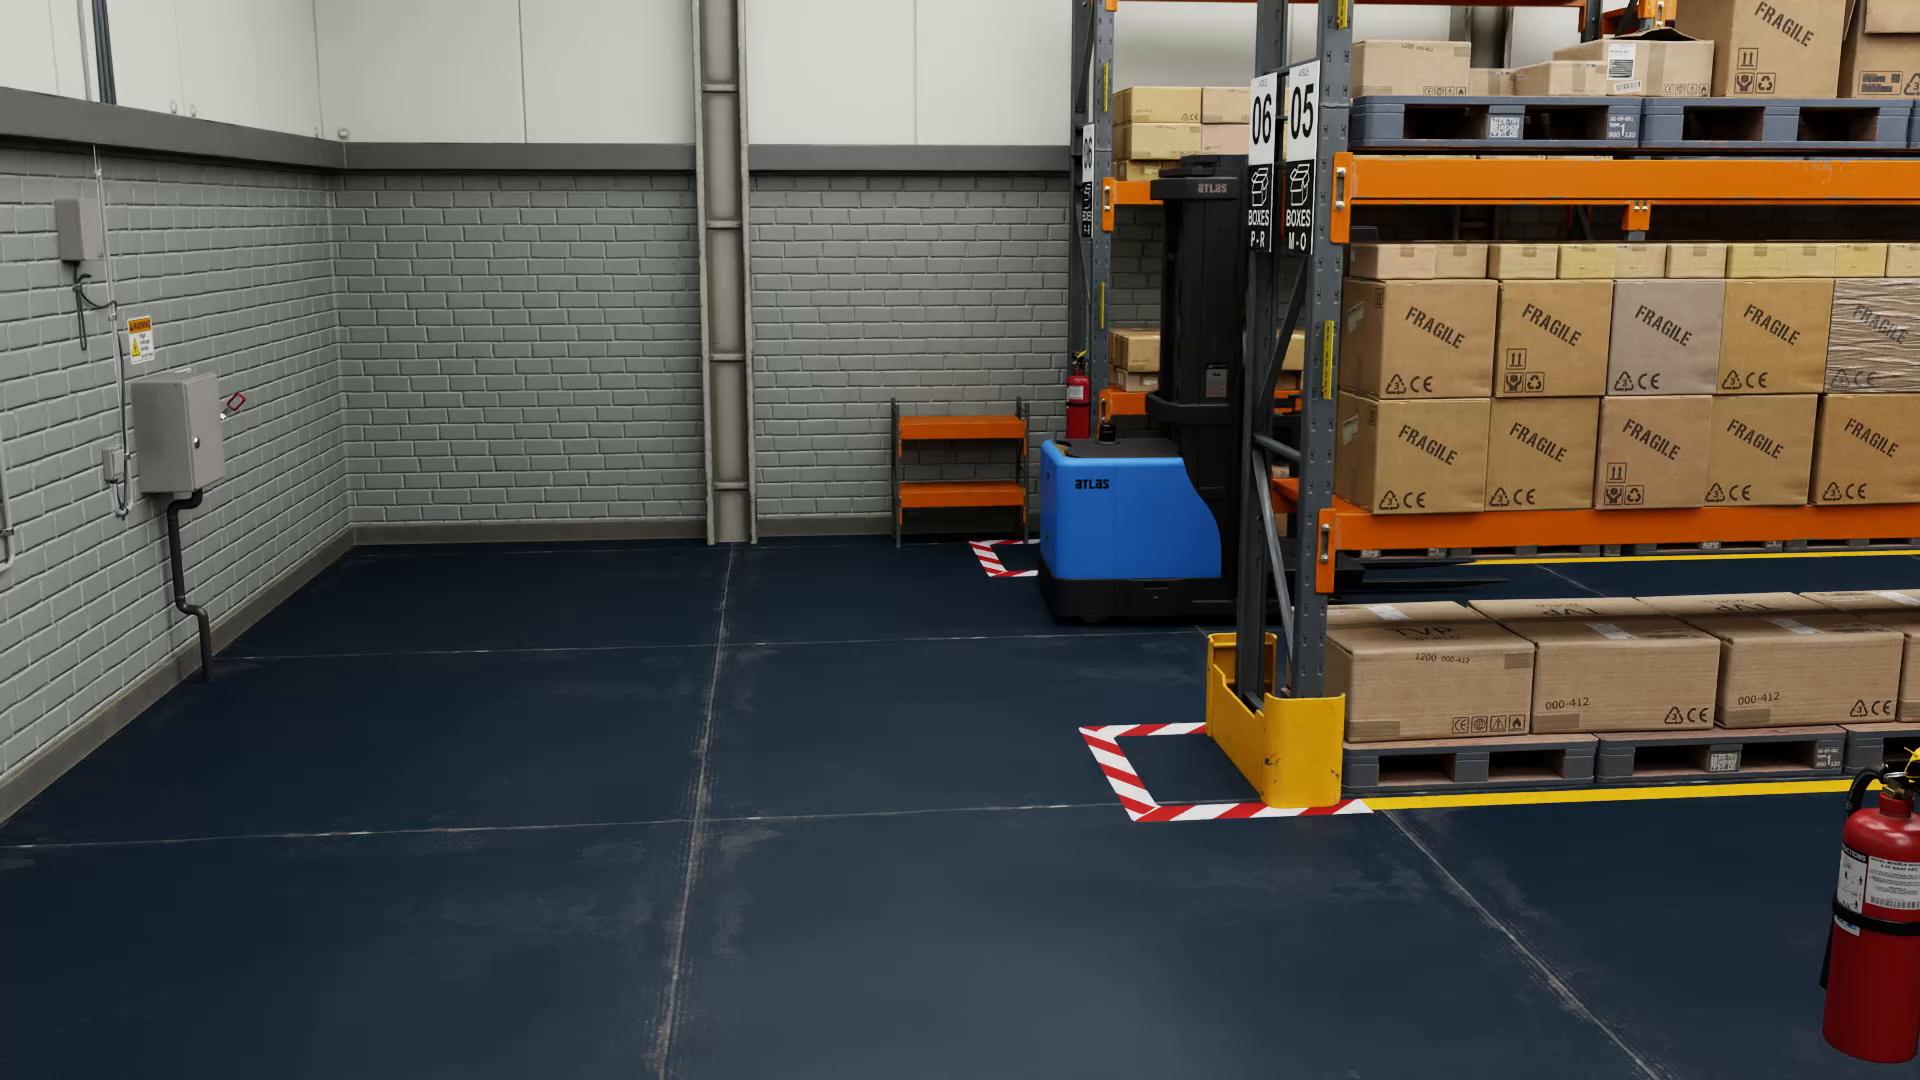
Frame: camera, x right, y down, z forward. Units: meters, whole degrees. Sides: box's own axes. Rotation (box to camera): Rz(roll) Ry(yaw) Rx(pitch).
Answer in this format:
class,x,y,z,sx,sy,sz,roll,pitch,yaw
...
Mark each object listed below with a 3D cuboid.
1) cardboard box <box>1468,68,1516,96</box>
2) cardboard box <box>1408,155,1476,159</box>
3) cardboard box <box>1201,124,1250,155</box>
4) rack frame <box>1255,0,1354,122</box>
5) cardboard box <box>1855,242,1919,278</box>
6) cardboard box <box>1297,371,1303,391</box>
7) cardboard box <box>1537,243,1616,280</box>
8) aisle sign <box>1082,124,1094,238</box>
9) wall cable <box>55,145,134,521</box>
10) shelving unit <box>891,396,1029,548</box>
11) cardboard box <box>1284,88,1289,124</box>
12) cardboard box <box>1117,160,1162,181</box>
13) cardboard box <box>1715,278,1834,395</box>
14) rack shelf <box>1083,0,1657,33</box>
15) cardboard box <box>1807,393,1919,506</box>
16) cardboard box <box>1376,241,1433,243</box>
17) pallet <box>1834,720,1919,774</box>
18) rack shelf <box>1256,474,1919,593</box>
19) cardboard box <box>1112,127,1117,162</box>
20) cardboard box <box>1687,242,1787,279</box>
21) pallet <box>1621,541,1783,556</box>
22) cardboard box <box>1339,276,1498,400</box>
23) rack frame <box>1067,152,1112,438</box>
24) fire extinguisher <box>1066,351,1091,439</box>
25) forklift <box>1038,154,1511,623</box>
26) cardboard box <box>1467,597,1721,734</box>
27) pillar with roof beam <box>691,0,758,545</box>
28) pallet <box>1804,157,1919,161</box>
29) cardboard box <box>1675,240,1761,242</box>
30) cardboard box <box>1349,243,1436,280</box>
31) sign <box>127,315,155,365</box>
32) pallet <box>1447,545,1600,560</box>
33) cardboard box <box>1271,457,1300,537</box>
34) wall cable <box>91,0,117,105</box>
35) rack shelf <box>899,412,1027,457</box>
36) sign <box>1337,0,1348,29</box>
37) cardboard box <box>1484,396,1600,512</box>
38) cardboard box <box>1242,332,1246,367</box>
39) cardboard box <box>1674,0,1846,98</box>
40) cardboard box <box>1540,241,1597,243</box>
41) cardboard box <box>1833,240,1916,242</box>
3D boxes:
class,x,y,z,sx,sy,sz,roll,pitch,yaw
cardboard box,2.339,-2.055,7.573,0.250,0.149,0.380,-2,11,-10
cardboard box,3.451,-2.901,12.189,0.500,0.250,0.500,-1,11,-5
cardboard box,1.927,-2.868,12.023,0.500,0.250,0.500,-1,11,-5
rack frame,1.493,-3.344,7.052,0.127,3.000,1.000,-1,11,-6
cardboard box,4.180,-1.266,7.498,0.250,0.149,0.380,-1,11,-7
cardboard box,2.596,-1.201,12.352,0.250,0.149,0.380,-2,11,-8
cardboard box,2.659,-1.225,7.288,0.250,0.149,0.380,-2,11,-8
aisle sign,0.917,-2.570,11.928,0.004,0.787,0.394,-1,11,-6
wall cable,-4.275,-1.049,8.295,0.122,1.984,0.588,-1,11,-6
shelving unit,-0.006,-0.552,13.258,1.048,1.125,0.538,-1,11,-6
cardboard box,2.427,-3.123,12.025,0.500,0.250,0.500,-1,11,-7
cardboard box,1.295,-2.663,12.014,0.250,0.149,0.380,-1,11,-5
cardboard box,3.521,-0.931,7.475,0.500,0.500,0.500,-1,11,-6
rack shelf,2.941,-3.983,12.175,4.000,0.370,1.077,-1,11,-6
cardboard box,4.027,-0.449,7.619,0.500,0.500,0.500,-1,11,-7
cardboard box,2.078,-1.315,7.746,0.250,0.149,0.380,-1,11,-5
pallet,4.705,0.885,8.319,1.213,0.211,1.003,-1,11,-6
rack shelf,3.481,-0.089,7.912,4.000,0.370,1.077,-1,11,-6
cardboard box,1.366,-2.958,12.481,0.500,0.250,0.500,-1,11,-7
cardboard box,3.422,-1.237,7.353,0.250,0.149,0.380,-1,11,-7
pallet,5.734,-0.092,13.288,1.213,0.211,1.003,-1,11,-6
cardboard box,2.001,-0.896,7.298,0.500,0.500,0.500,-1,11,-7
rack frame,0.953,-1.353,12.472,0.127,3.000,1.000,-1,11,-6
fire extinguisher,0.857,-1.040,12.049,0.183,0.674,0.296,-1,11,-6
forklift,2.074,-1.000,10.858,3.031,2.935,1.130,-1,11,-4
cardboard box,3.047,0.597,8.110,0.875,0.438,0.875,-1,11,-5
pillar with roof beam,-1.360,-3.587,8.288,0.400,9.000,9.100,-1,11,-6
pallet,6.616,-2.838,12.739,1.003,0.211,1.213,-1,11,-6
cardboard box,3.612,-1.357,7.963,0.250,0.149,0.380,-1,11,-6
cardboard box,1.876,-1.213,7.230,0.250,0.149,0.380,-1,11,-5
sign,-4.392,-1.075,8.920,0.001,0.242,0.339,-1,11,-6
pallet,4.247,-0.053,13.093,1.213,0.211,1.003,-1,11,-6
cardboard box,2.425,-0.337,12.698,0.500,0.500,0.700,-1,11,-4
wall cable,-4.474,-3.870,9.626,0.133,3.039,2.988,-1,11,-6
rack shelf,-0.006,-0.839,13.201,1.000,0.278,0.538,-1,11,-6
sign,1.547,-2.234,6.708,0.005,0.325,0.100,-1,11,-6
cardboard box,2.501,-0.421,7.473,0.500,0.500,0.500,-1,11,-7
cardboard box,1.935,-1.393,12.297,0.500,0.250,0.500,-1,11,-5
cardboard box,3.513,-2.190,7.349,0.500,0.500,0.500,-1,11,-5
cardboard box,2.848,-1.325,7.800,0.250,0.149,0.380,-1,11,-7
cardboard box,4.371,-1.370,8.028,0.250,0.149,0.380,-1,11,-6
